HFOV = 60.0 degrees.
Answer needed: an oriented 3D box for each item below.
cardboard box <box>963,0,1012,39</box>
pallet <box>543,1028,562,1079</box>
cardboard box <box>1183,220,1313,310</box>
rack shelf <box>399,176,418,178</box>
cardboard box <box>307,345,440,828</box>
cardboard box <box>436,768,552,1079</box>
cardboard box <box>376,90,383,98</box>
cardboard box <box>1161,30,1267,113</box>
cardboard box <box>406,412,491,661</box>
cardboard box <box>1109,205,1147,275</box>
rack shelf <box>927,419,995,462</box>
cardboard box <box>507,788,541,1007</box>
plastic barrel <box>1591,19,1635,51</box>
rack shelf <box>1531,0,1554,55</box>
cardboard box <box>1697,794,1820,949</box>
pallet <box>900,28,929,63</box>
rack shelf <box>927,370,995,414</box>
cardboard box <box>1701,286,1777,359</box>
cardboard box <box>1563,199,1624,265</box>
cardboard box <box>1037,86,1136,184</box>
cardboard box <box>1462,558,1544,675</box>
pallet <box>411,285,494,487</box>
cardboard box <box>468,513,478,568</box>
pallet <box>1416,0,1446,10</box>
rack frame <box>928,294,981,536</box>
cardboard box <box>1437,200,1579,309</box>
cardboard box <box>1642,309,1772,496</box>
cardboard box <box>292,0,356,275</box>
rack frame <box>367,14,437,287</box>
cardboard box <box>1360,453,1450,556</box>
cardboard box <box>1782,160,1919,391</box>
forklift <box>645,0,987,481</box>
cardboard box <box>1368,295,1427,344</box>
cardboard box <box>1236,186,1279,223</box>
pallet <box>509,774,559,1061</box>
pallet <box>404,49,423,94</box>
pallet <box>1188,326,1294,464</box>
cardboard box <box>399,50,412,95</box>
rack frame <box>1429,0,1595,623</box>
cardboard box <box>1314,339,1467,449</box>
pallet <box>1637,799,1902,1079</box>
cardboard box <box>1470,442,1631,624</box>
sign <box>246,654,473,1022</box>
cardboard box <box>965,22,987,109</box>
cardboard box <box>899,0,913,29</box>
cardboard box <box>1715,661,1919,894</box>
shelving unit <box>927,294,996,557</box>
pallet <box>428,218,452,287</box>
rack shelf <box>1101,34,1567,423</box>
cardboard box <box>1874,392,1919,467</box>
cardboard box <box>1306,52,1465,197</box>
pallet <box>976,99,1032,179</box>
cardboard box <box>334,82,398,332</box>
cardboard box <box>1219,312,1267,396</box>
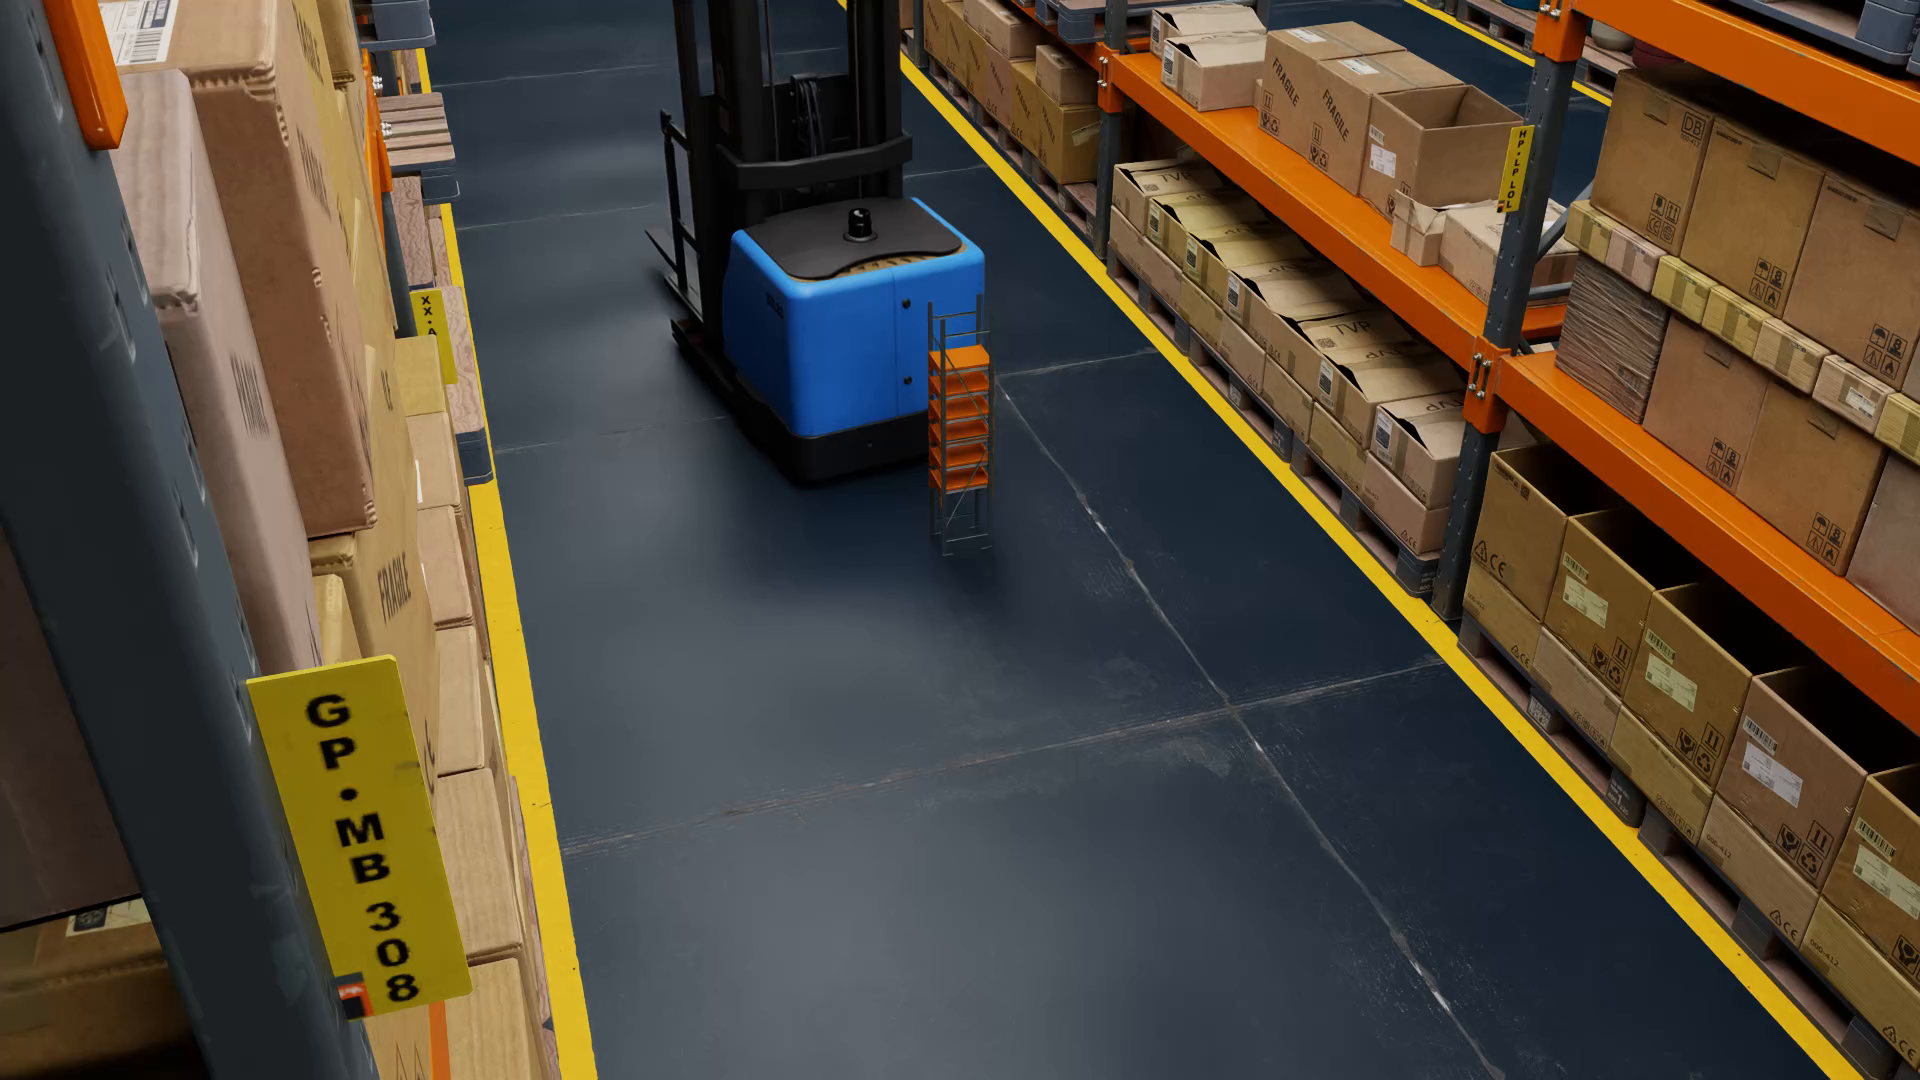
[{"bbox_3d":[0.337,-3.841,12.029,0.500,0.250,0.500,-10,35,-15],"label":"cardboard box"},{"bbox_3d":[-1.546,1.980,4.562,1.003,0.211,1.213,-10,35,-15],"label":"pallet"},{"bbox_3d":[1.538,-1.502,8.907,0.500,0.311,0.500,-11,35,-16],"label":"cardboard box"},{"bbox_3d":[-2.770,-0.922,7.077,1.077,0.370,4.000,-10,35,-15],"label":"rack shelf"},{"bbox_3d":[-0.934,0.121,2.016,0.500,0.500,0.500,-8,34,-12],"label":"cardboard box"},{"bbox_3d":[-1.092,0.835,3.203,0.500,0.500,0.500,-11,35,-16],"label":"cardboard box"},{"bbox_3d":[-3.260,-2.387,8.852,0.380,0.149,0.250,-11,35,-15],"label":"cardboard box"},{"bbox_3d":[1.425,-2.568,8.996,0.500,0.311,0.500,-10,35,-15],"label":"cardboard box"},{"bbox_3d":[-1.564,0.027,4.426,0.500,0.500,0.500,-10,35,-15],"label":"cardboard box"},{"bbox_3d":[1.216,-1.811,9.883,0.500,0.250,0.500,-10,35,-15],"label":"cardboard box"},{"bbox_3d":[0.004,-0.456,7.432,0.258,0.103,0.180,-10,35,-15],"label":"rack shelf"},{"bbox_3d":[-1.260,0.868,3.833,0.500,0.250,0.500,-10,35,-14],"label":"cardboard box"},{"bbox_3d":[5.287,-4.204,13.266,0.421,0.512,0.421,0,33,0],"label":"plastic barrel"},{"bbox_3d":[1.946,-3.008,7.513,1.077,0.370,4.000,-10,35,-15],"label":"rack shelf"},{"bbox_3d":[2.863,1.048,5.557,0.500,0.250,0.500,-10,35,-15],"label":"cardboard box"},{"bbox_3d":[-0.092,-4.404,14.224,1.003,0.211,1.213,-10,35,-15],"label":"pallet"},{"bbox_3d":[0.004,-0.656,7.300,0.258,0.103,0.180,-10,35,-15],"label":"rack shelf"},{"bbox_3d":[2.692,-0.741,5.472,0.380,0.149,0.250,-10,35,-15],"label":"cardboard box"},{"bbox_3d":[2.454,-1.146,6.084,0.380,0.149,0.250,-10,35,-15],"label":"cardboard box"},{"bbox_3d":[0.827,-2.699,10.982,0.500,0.500,0.500,-9,34,-13],"label":"cardboard box"},{"bbox_3d":[2.409,0.260,6.750,0.500,0.250,0.500,-10,35,-15],"label":"cardboard box"},{"bbox_3d":[-2.255,-0.518,5.986,1.003,0.211,1.213,-10,35,-15],"label":"pallet"},{"bbox_3d":[-1.727,0.080,5.026,0.500,0.250,0.500,-10,35,-15],"label":"cardboard box"},{"bbox_3d":[4.573,-5.254,15.510,1.003,0.211,1.213,-10,35,-15],"label":"pallet"},{"bbox_3d":[-0.024,-0.541,7.480,0.240,1.200,0.006,-10,35,-15],"label":"rack frame"},{"bbox_3d":[2.365,-1.195,6.974,0.500,0.250,0.500,-8,34,-12],"label":"cardboard box"},{"bbox_3d":[2.865,-0.541,5.757,0.700,0.500,0.500,-10,35,-15],"label":"cardboard box"},{"bbox_3d":[-1.098,-0.573,2.159,0.500,0.500,0.500,-9,35,-13],"label":"cardboard box"},{"bbox_3d":[-3.380,-2.272,8.467,1.000,3.000,0.127,-10,35,-15],"label":"rack frame"},{"bbox_3d":[2.154,-0.204,7.451,0.500,0.250,0.500,-10,35,-15],"label":"cardboard box"},{"bbox_3d":[3.005,-0.830,5.018,0.700,0.500,0.500,-10,35,-15],"label":"cardboard box"},{"bbox_3d":[-0.971,-2.305,8.580,1.130,2.935,3.031,-15,36,-22],"label":"forklift"},{"bbox_3d":[2.361,-1.063,8.242,0.500,0.311,0.500,-11,35,-16],"label":"cardboard box"},{"bbox_3d":[1.895,-1.864,9.454,0.500,0.311,0.500,-11,35,-15],"label":"cardboard box"},{"bbox_3d":[-1.921,1.338,5.533,1.003,0.211,1.213,-10,35,-15],"label":"pallet"},{"bbox_3d":[-4.758,-3.621,13.039,1.003,0.211,1.213,-10,35,-15],"label":"pallet"},{"bbox_3d":[1.919,-0.865,8.868,1.003,0.211,1.213,-10,35,-15],"label":"pallet"},{"bbox_3d":[-4.004,-2.865,10.934,0.750,0.750,0.750,-9,35,-13],"label":"cardboard box"},{"bbox_3d":[2.556,-1.007,6.553,1.000,3.000,0.127,-10,35,-15],"label":"rack frame"},{"bbox_3d":[1.995,-0.705,7.701,0.500,0.311,0.500,-9,35,-13],"label":"cardboard box"},{"bbox_3d":[3.135,1.223,5.708,1.003,0.211,1.213,-10,35,-15],"label":"pallet"},{"bbox_3d":[2.400,-0.052,6.540,0.500,0.500,0.500,-10,35,-15],"label":"cardboard box"},{"bbox_3d":[-0.423,0.221,1.181,0.100,0.325,0.005,-10,35,-15],"label":"sign"},{"bbox_3d":[0.350,-3.511,12.211,0.500,0.500,0.500,-10,35,-14],"label":"cardboard box"},{"bbox_3d":[-0.328,-4.599,13.858,0.500,0.500,0.500,-10,35,-15],"label":"cardboard box"},{"bbox_3d":[2.859,0.736,5.349,0.500,0.500,0.500,-10,35,-15],"label":"cardboard box"},{"bbox_3d":[0.004,-0.493,7.408,0.258,1.200,0.189,-10,35,-15],"label":"shelving unit"},{"bbox_3d":[-3.549,-1.535,9.882,1.003,0.211,1.213,-10,35,-15],"label":"pallet"},{"bbox_3d":[1.946,-1.757,8.340,1.077,0.370,4.000,-10,35,-15],"label":"rack shelf"},{"bbox_3d":[2.930,-0.333,4.854,0.380,0.149,0.250,-10,35,-15],"label":"cardboard box"},{"bbox_3d":[2.024,-1.994,7.956,0.500,0.500,0.500,-10,35,-15],"label":"cardboard box"},{"bbox_3d":[0.776,-2.981,12.070,1.003,0.211,1.213,-10,35,-15],"label":"pallet"},{"bbox_3d":[-1.423,-0.698,3.255,0.500,0.500,0.500,-11,35,-17],"label":"cardboard box"},{"bbox_3d":[1.691,-1.006,8.664,0.500,0.250,0.500,-9,35,-14],"label":"cardboard box"}]
